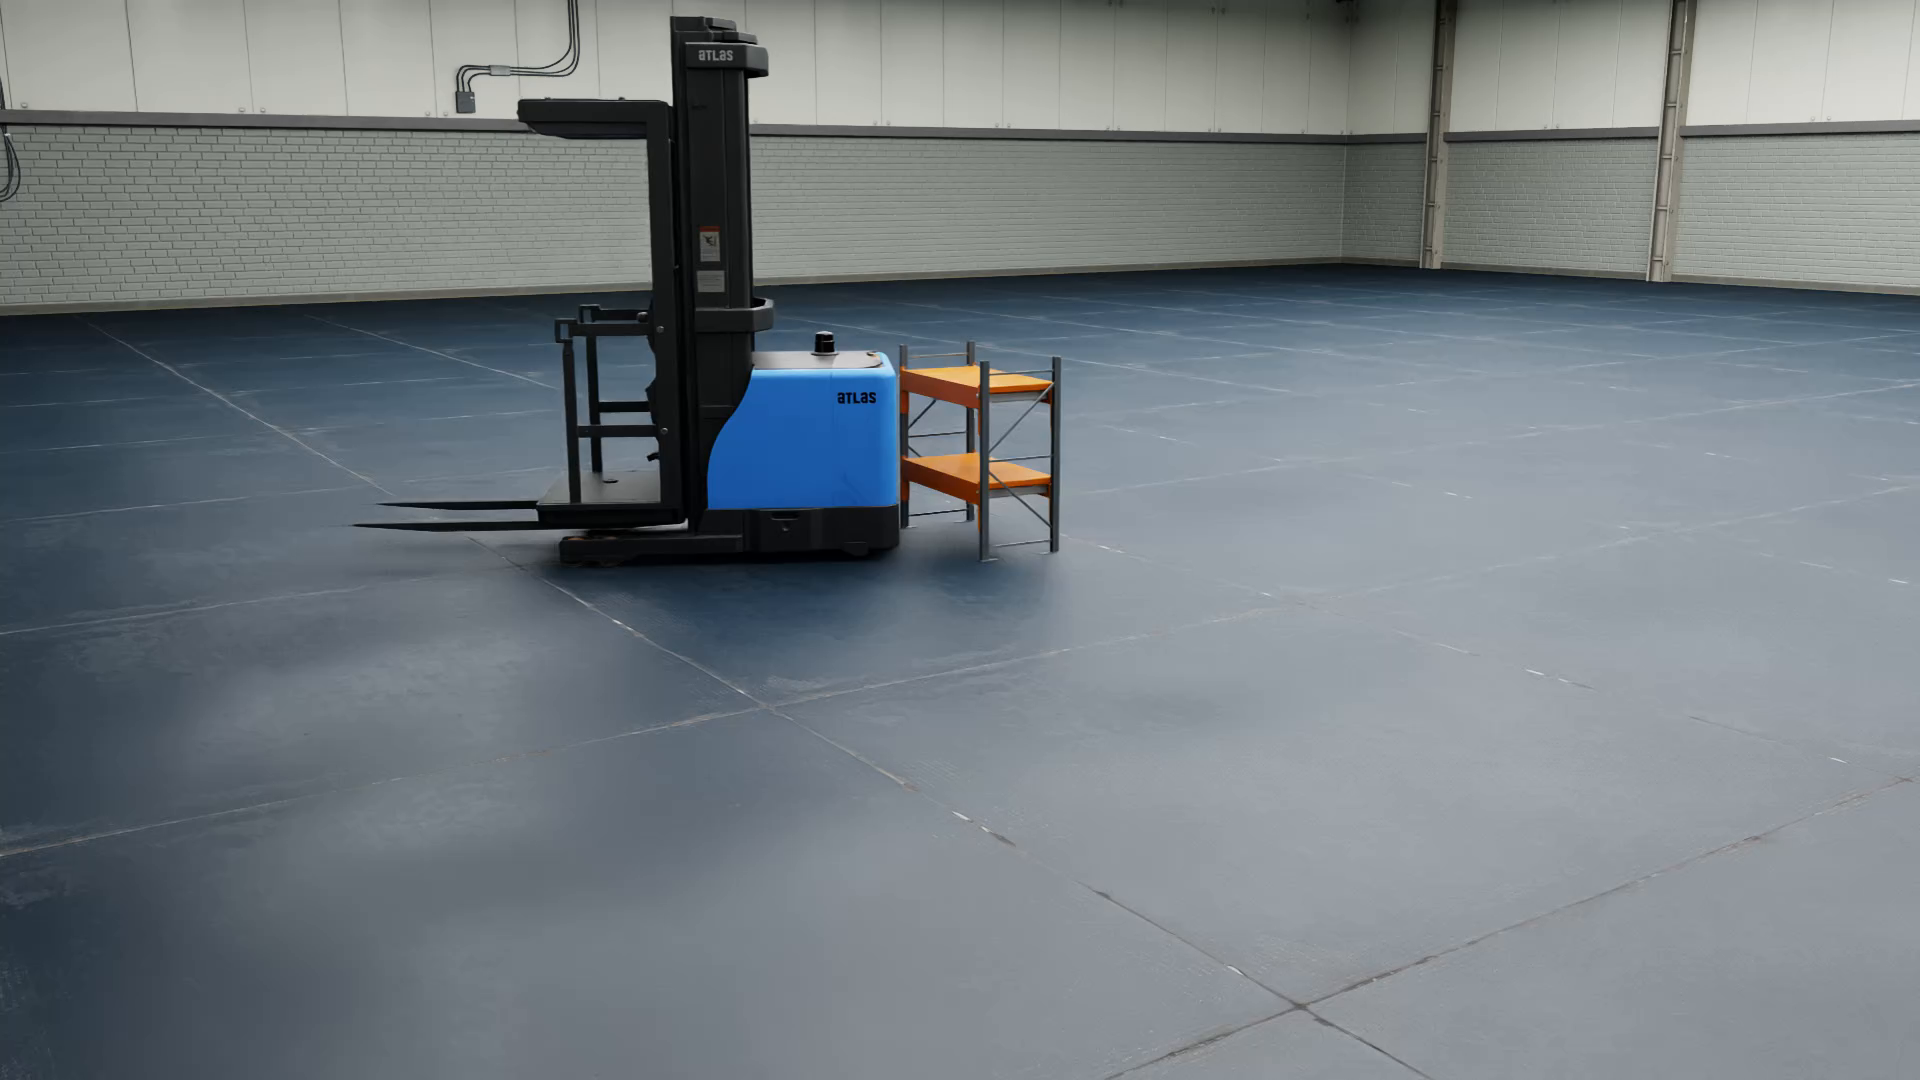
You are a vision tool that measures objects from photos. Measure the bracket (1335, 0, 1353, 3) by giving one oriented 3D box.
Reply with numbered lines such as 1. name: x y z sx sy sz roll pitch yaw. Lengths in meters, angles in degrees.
1. bracket: 9.214 -12.999 39.816 0.235 0.232 0.430 -8 15 -33

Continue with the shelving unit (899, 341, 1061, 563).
1. shelving unit: 0.100 -0.547 9.729 0.538 1.125 1.048 -6 14 -27

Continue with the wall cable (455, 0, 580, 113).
1. wall cable: -7.790 -10.522 28.952 2.305 6.003 0.169 -8 15 -33

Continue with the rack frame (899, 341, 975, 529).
1. rack frame: -0.137 -0.643 10.169 0.500 1.125 0.032 -6 14 -27

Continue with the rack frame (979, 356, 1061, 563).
1. rack frame: 0.337 -0.451 9.290 0.500 1.125 0.032 -6 14 -27

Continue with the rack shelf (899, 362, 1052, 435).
1. rack shelf: 0.100 -0.833 9.667 0.538 0.278 1.000 -6 14 -27

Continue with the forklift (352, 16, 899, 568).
1. forklift: -1.891 -1.398 9.395 3.031 2.935 1.130 -1 12 -5

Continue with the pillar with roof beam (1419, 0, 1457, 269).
1. pillar with roof beam: 7.469 -10.278 35.798 9.100 9.000 0.548 -8 15 -33

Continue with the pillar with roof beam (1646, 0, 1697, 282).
1. pillar with roof beam: 10.793 -9.211 30.918 9.100 9.000 0.400 -8 15 -33

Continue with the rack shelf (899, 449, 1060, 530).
1. rack shelf: 0.100 -0.308 9.782 0.538 0.278 1.000 -6 14 -27

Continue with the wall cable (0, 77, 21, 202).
1. wall cable: -15.702 -6.223 24.522 3.097 2.526 0.112 -8 15 -33
